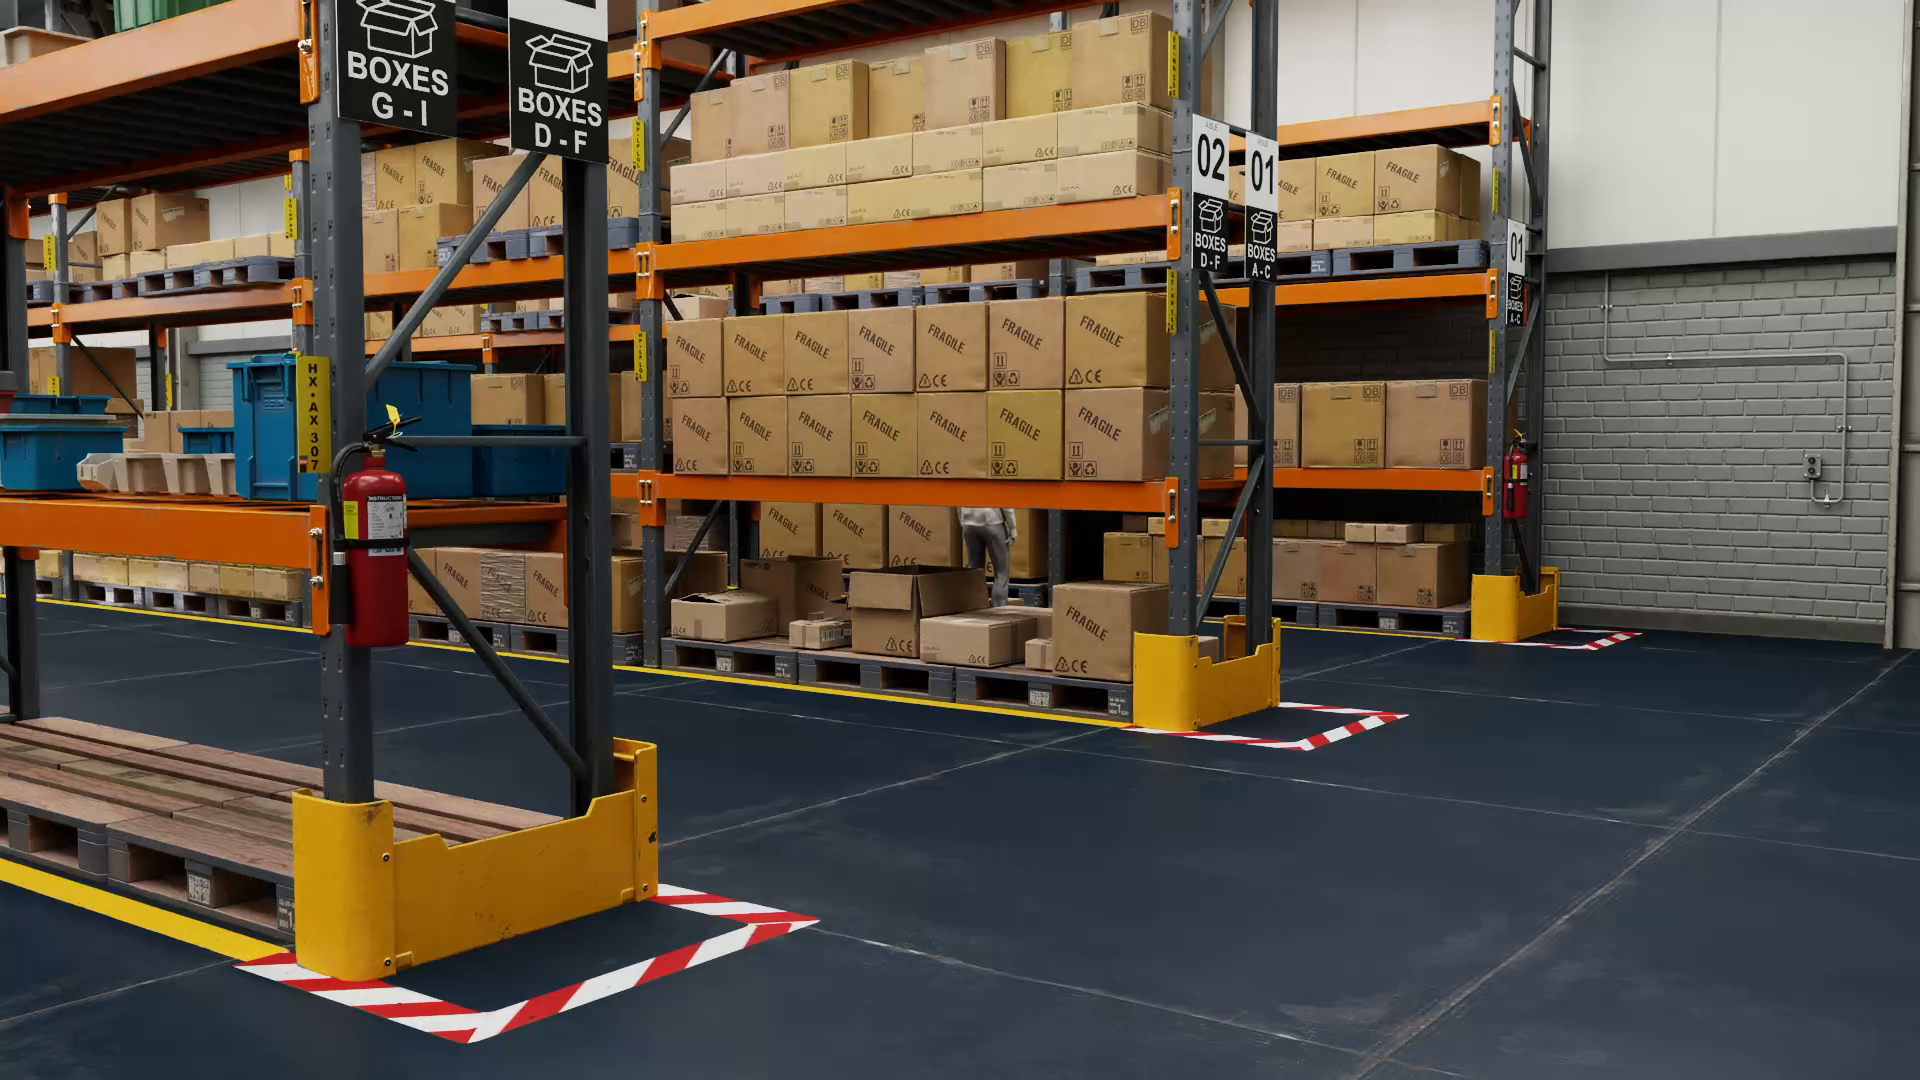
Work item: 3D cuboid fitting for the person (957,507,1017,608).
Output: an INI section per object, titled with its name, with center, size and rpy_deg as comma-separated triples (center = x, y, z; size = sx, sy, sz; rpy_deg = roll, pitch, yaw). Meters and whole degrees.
[person]
center = 0.212, -0.090, 13.194
size = 0.527, 1.662, 0.372
rpy_deg = 2, 4, 34
